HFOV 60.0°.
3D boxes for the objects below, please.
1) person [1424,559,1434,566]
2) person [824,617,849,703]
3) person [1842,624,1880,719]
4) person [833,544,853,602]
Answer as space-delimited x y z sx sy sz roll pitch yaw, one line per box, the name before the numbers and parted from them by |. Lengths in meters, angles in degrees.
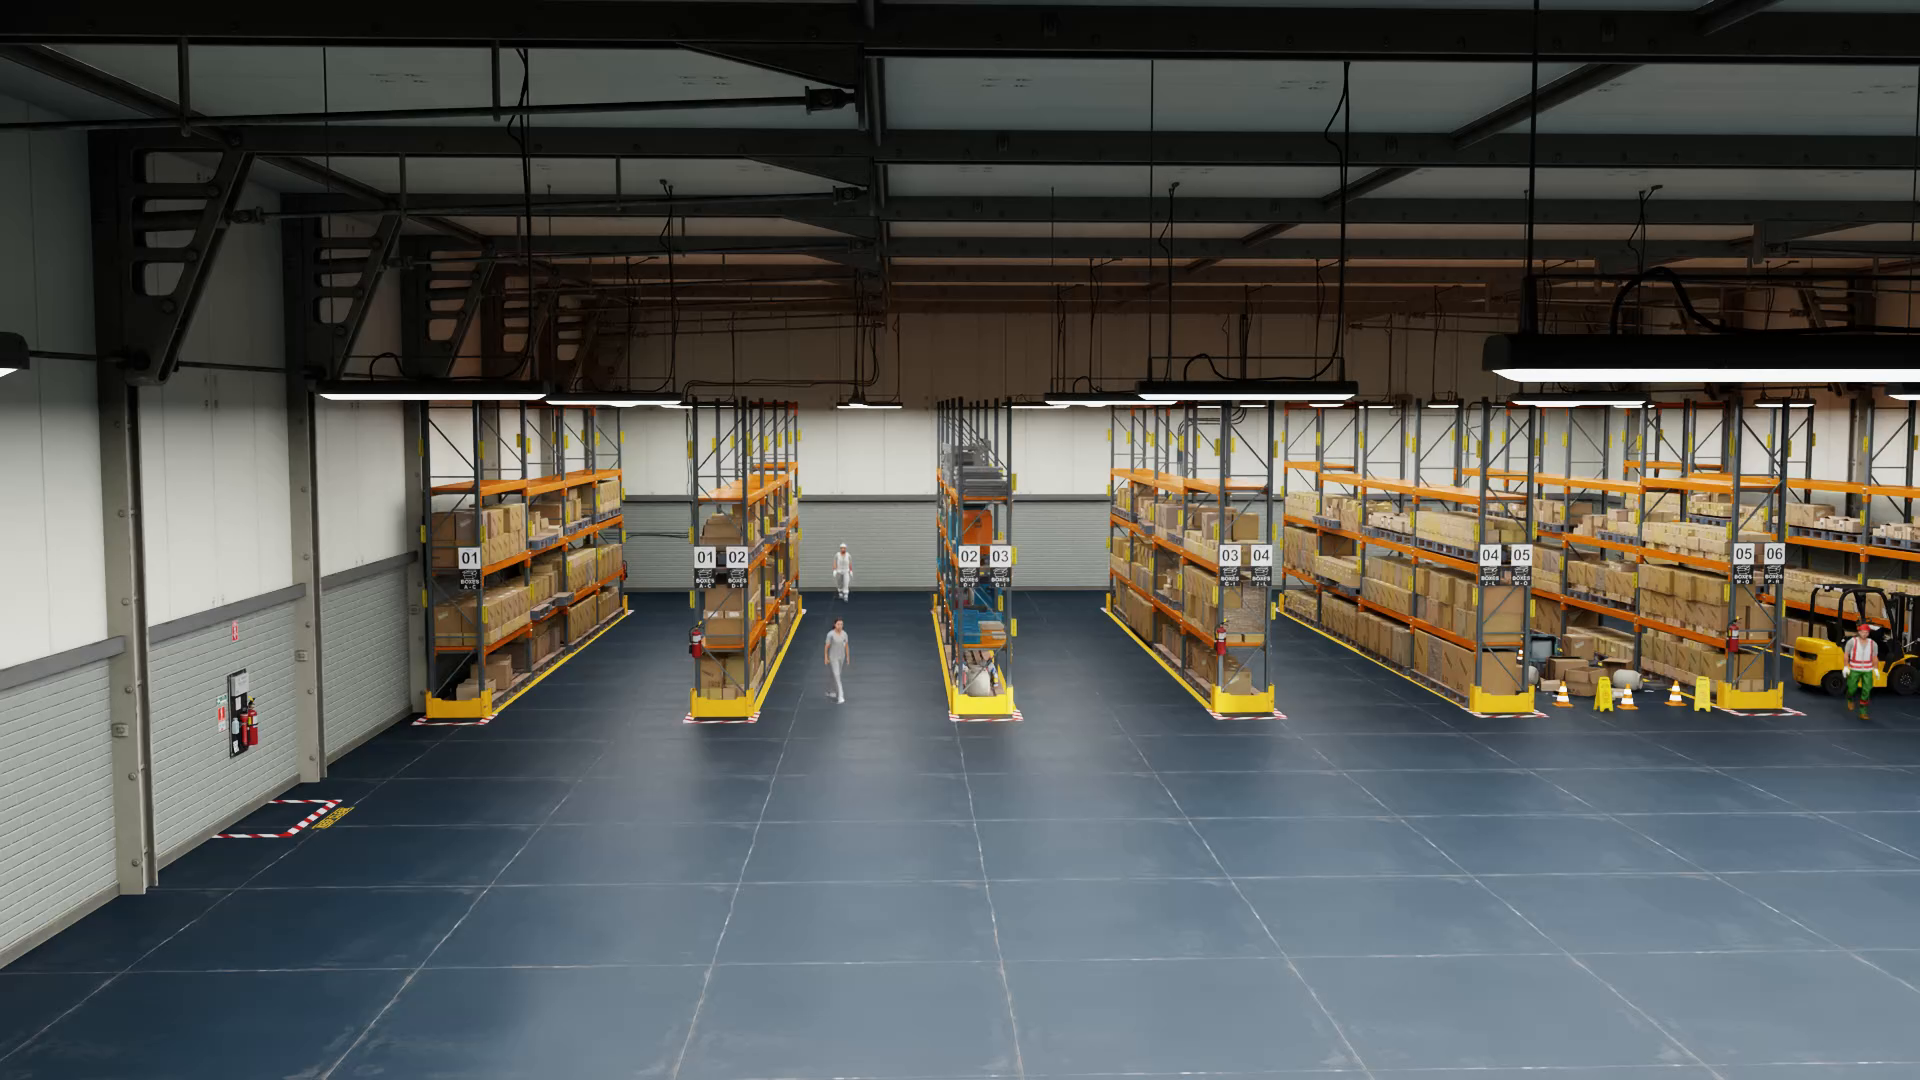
person | 12.905 1.332 45.799 1.120 1.707 0.499 4 6 40
person | -2.418 2.342 32.903 0.486 1.624 0.928 -4 6 -40
person | 16.828 2.430 31.071 0.627 1.777 0.587 1 5 19
person | -3.526 0.973 50.135 0.597 1.731 1.098 0 4 -6
